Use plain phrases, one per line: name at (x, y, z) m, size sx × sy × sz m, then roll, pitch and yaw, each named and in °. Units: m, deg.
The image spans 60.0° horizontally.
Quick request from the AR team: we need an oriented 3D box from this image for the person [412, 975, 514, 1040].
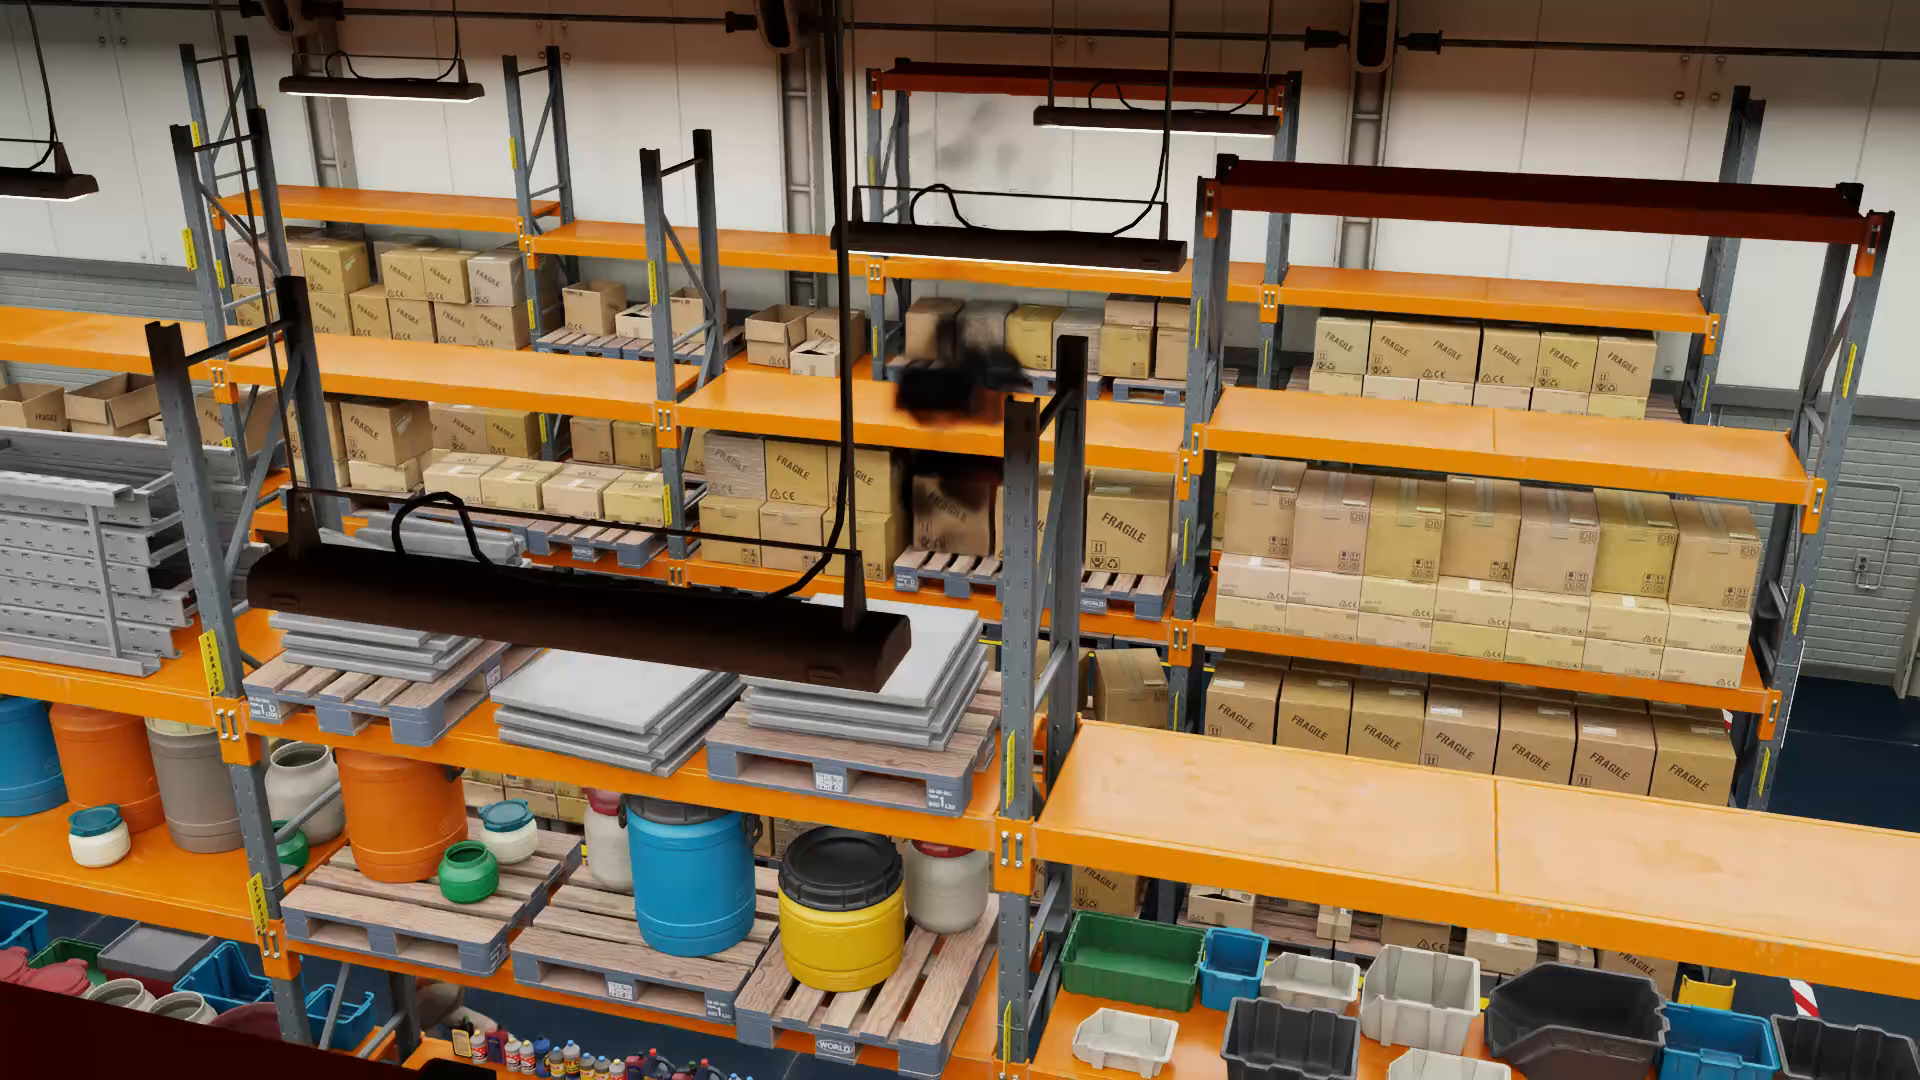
person at (-3.542, 3.014, 11.345) m, size 0.757 × 1.700 × 0.688 m, roll 4°, pitch 23°, yaw 10°
